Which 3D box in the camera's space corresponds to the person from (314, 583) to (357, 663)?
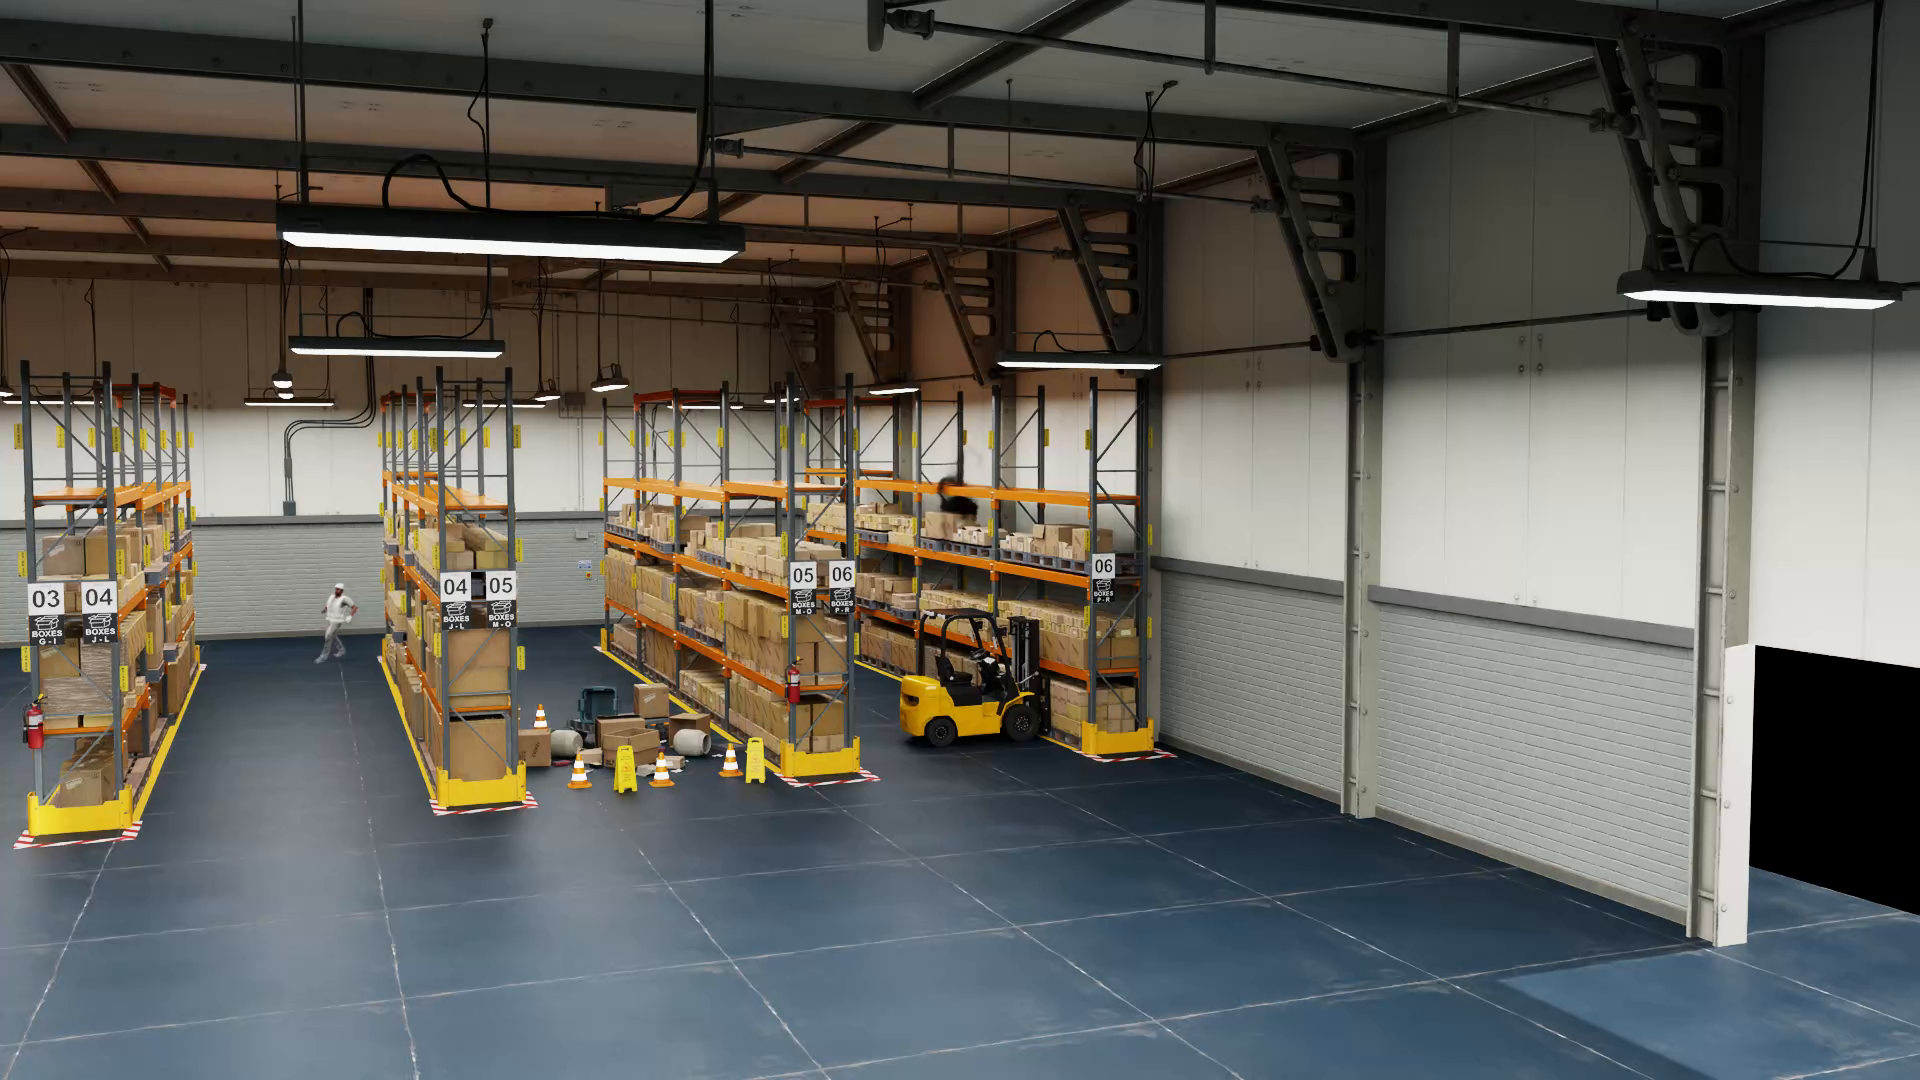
[{"bbox_3d":[-14.130,1.855,37.488,0.731,1.767,0.910,2,4,34],"label":"person"}]
